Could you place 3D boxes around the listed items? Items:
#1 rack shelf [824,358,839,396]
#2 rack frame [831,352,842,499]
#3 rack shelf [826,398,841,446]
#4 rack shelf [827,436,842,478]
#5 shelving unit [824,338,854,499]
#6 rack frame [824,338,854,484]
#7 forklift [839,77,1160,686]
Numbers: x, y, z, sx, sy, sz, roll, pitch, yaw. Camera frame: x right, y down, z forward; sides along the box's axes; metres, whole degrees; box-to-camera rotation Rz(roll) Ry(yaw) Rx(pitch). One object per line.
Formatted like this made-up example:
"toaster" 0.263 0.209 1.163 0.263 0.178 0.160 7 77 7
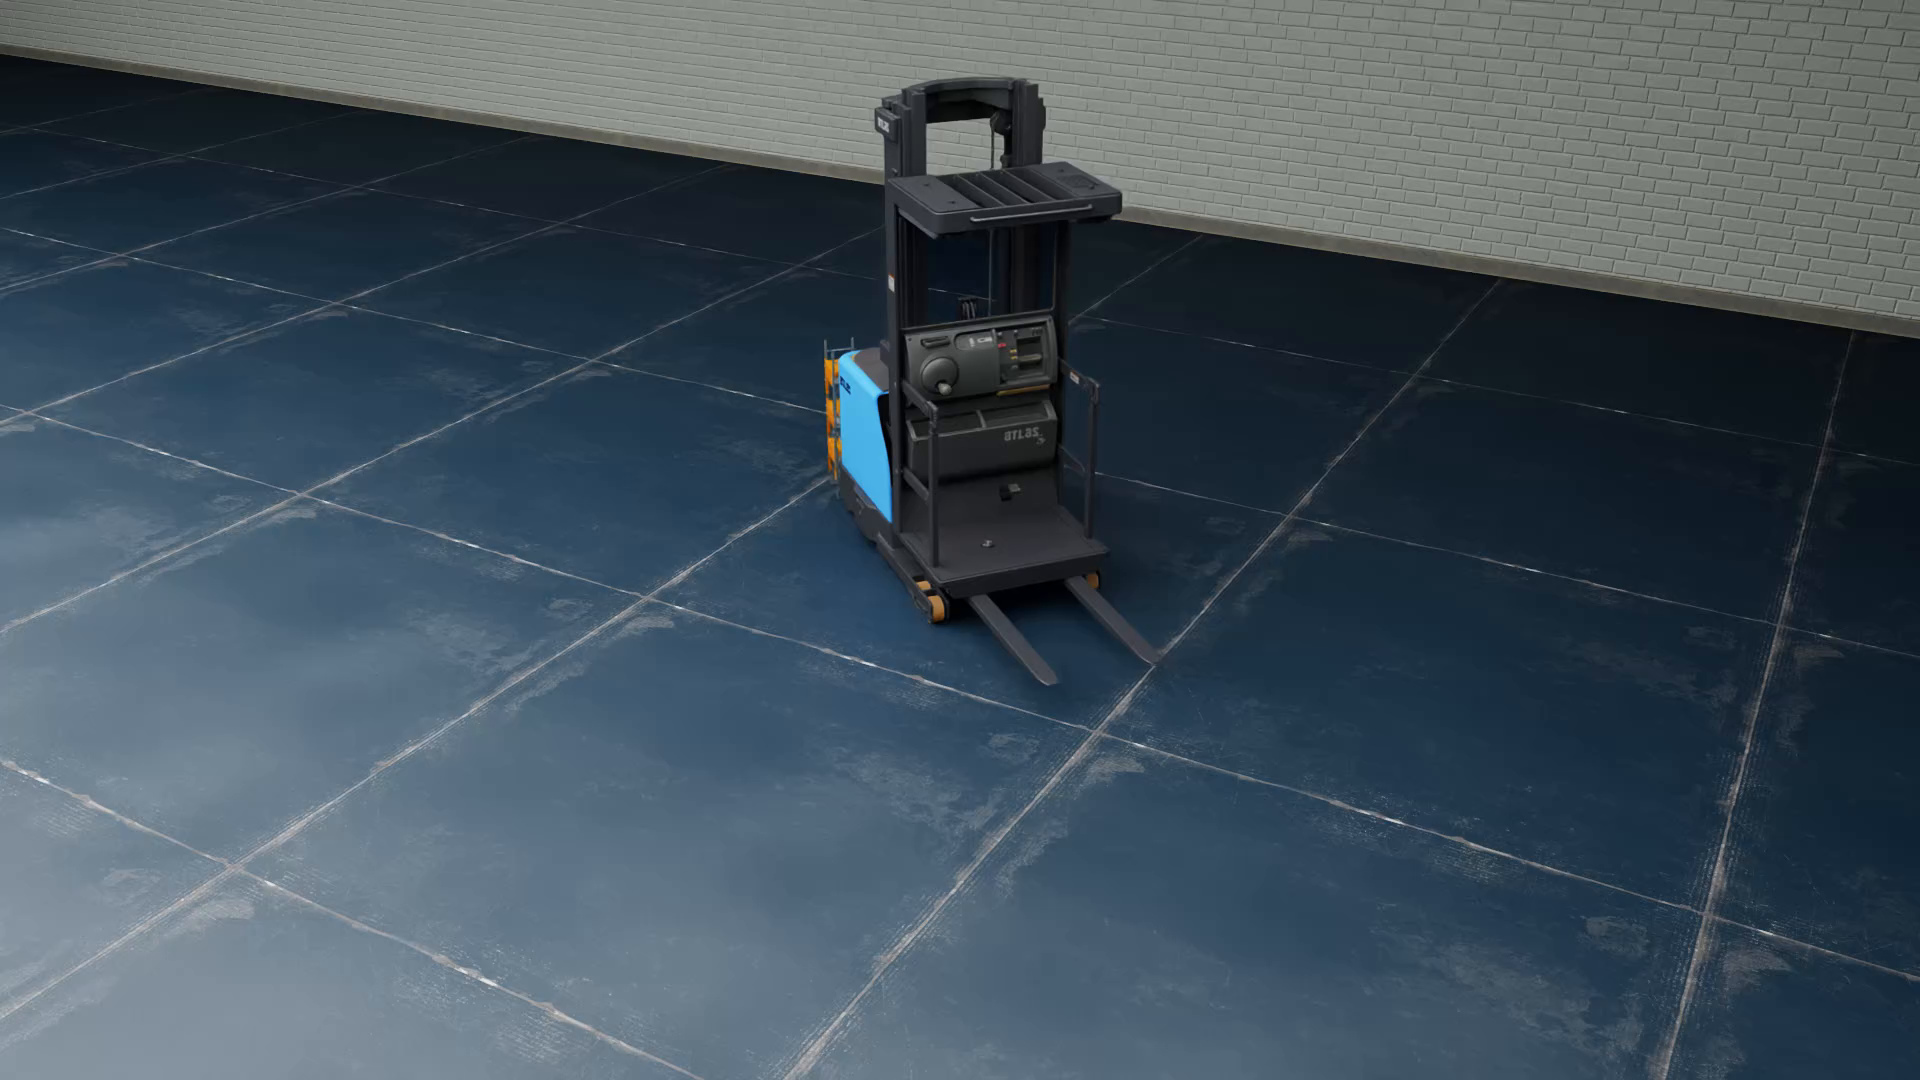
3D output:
"rack shelf" -0.774 -1.061 11.086 0.215 0.259 0.240 -7 27 -14
"rack frame" -0.742 -0.764 11.103 0.200 1.050 0.008 -7 27 -14
"rack shelf" -0.774 -0.807 11.213 0.215 0.259 0.240 -7 27 -14
"rack shelf" -0.774 -0.558 11.337 0.215 0.259 0.240 -7 27 -14
"shelving unit" -0.774 -0.816 11.208 0.215 1.050 0.252 -7 27 -14
"rack frame" -0.807 -0.869 11.313 0.200 1.050 0.008 -7 27 -14
"forklift" 0.211 -1.033 9.540 1.130 2.935 3.031 -10 28 -19
